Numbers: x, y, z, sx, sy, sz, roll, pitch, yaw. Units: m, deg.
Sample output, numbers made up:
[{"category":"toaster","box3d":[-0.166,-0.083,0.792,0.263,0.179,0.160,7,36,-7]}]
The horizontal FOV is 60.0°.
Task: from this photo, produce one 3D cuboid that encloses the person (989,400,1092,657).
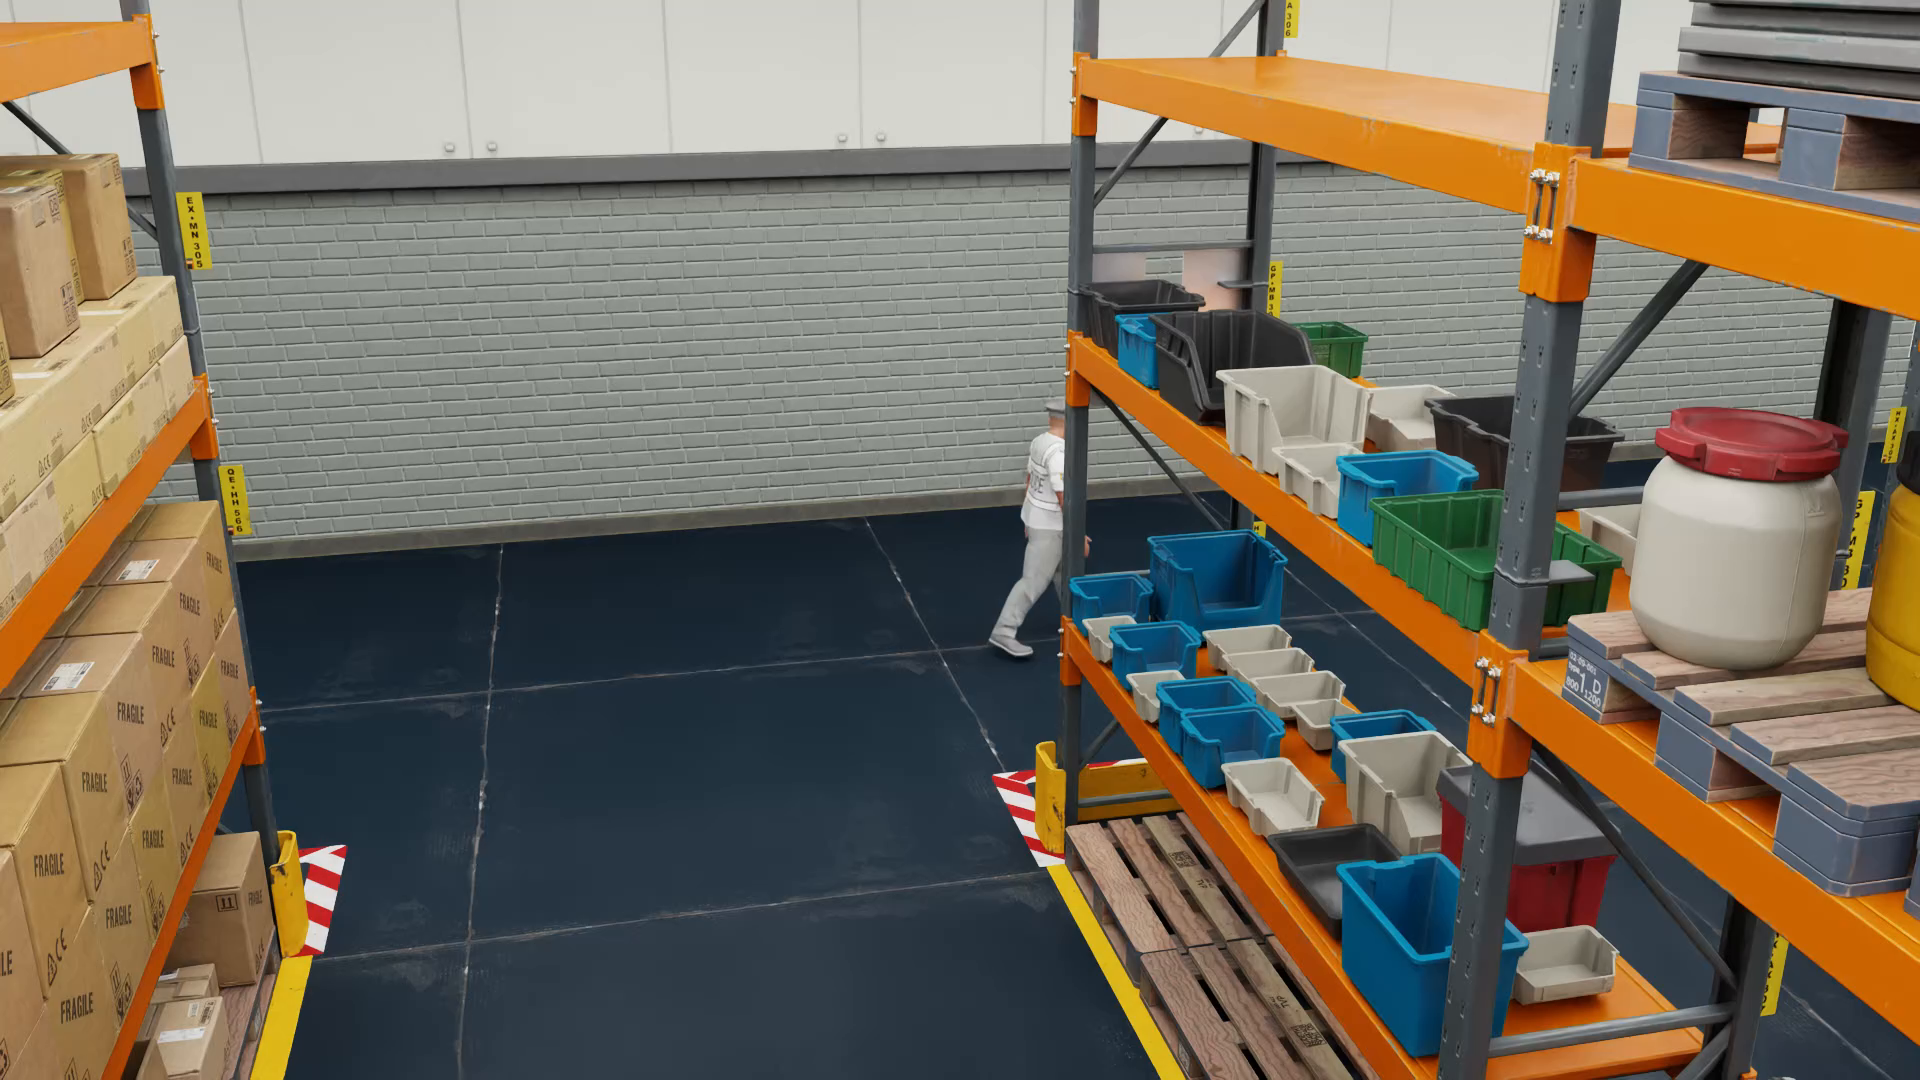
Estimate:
[{"category":"person","box3d":[0.642,-0.097,11.354,0.942,1.708,0.683,-3,20,-8]}]
